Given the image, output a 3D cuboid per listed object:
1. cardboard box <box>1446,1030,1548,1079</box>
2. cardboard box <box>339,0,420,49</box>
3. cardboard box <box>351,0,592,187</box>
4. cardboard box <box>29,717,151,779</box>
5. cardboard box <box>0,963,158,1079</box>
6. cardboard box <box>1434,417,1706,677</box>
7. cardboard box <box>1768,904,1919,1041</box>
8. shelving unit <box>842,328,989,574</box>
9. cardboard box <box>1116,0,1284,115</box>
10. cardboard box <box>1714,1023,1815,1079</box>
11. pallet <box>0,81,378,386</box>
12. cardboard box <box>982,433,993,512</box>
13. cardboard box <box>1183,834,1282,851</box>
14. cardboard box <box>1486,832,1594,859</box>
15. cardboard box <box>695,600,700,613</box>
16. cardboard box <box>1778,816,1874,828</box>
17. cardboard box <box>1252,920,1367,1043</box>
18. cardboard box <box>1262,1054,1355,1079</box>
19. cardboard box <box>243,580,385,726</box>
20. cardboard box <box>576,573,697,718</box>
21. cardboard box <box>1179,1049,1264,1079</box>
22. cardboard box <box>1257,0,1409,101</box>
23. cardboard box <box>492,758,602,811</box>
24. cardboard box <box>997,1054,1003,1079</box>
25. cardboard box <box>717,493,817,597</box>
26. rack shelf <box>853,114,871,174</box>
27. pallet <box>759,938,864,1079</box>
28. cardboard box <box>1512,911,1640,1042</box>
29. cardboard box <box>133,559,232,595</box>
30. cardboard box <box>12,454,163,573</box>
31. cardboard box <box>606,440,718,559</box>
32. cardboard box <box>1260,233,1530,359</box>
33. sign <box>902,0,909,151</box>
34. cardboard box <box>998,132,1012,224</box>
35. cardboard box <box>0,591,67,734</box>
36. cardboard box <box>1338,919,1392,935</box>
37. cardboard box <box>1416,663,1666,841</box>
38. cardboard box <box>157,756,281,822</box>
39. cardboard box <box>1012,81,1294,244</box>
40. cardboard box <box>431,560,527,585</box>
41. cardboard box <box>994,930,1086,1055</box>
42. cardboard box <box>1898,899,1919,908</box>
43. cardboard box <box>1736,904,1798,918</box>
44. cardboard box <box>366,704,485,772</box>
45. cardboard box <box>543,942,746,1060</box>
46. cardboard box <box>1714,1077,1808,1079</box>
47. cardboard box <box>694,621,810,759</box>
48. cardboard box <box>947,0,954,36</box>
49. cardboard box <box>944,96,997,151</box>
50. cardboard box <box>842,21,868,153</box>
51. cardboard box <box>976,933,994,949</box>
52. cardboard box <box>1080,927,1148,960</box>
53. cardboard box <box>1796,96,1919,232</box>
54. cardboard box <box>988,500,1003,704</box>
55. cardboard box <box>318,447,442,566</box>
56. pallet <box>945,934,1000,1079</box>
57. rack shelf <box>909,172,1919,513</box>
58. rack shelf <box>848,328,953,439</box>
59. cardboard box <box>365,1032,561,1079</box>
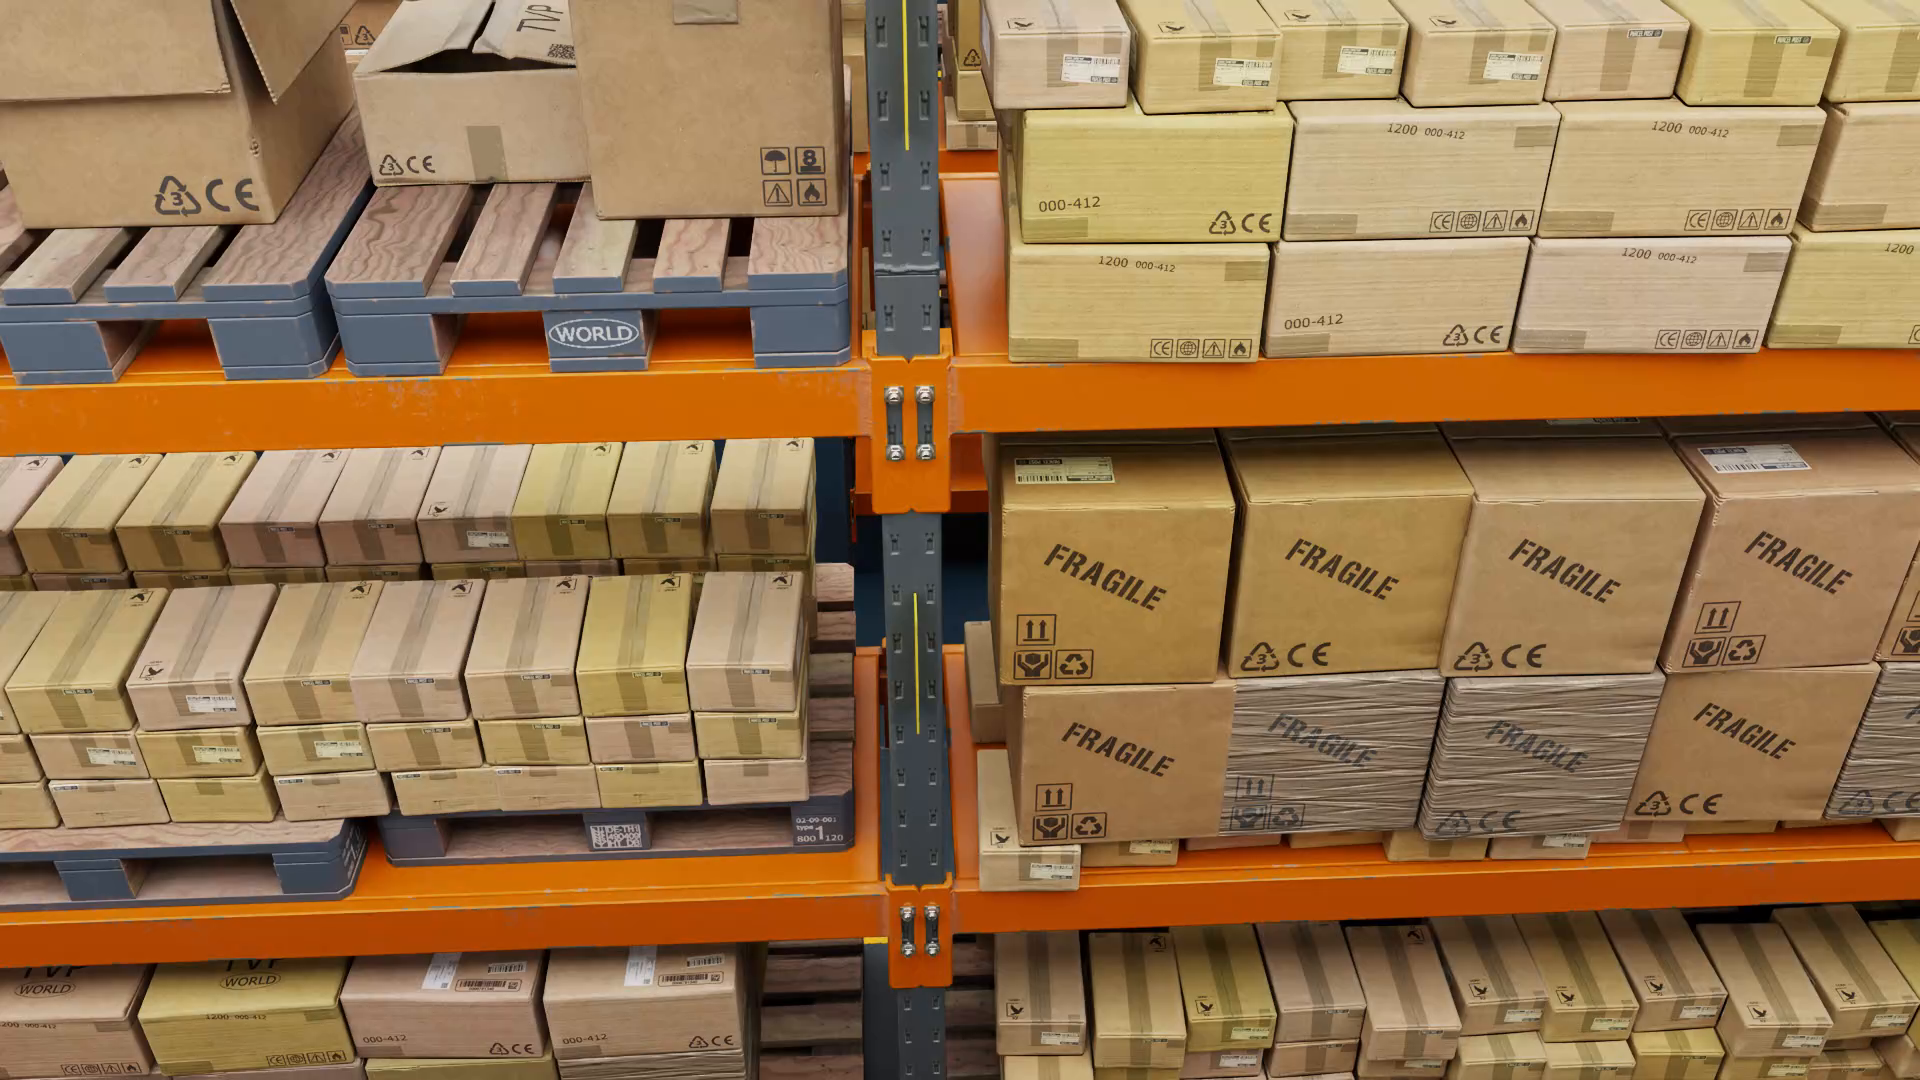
[{"bbox_3d":[1.542,1.432,4.920,0.250,0.149,0.380,-2,35,-3],"label":"cardboard box"},{"bbox_3d":[-2.873,-2.757,8.129,0.637,0.503,0.797,-1,35,-1],"label":"cardboard box"},{"bbox_3d":[-1.015,-1.028,3.672,0.500,0.311,0.500,-2,35,-3],"label":"cardboard box"},{"bbox_3d":[-2.074,0.410,4.113,0.250,0.149,0.380,0,35,0],"label":"cardboard box"},{"bbox_3d":[-2.420,1.191,4.561,0.500,0.250,0.500,-1,35,-2],"label":"cardboard box"},{"bbox_3d":[1.358,-0.029,3.929,0.500,0.500,0.500,-1,35,-1],"label":"cardboard box"},{"bbox_3d":[2.584,1.267,4.896,0.250,0.149,0.380,-3,35,-4],"label":"cardboard box"},{"bbox_3d":[0.007,-0.463,7.430,1.048,1.125,0.538,-2,35,-2],"label":"shelving unit"},{"bbox_3d":[0.449,-0.962,3.211,0.250,0.149,0.380,-3,35,-4],"label":"cardboard box"},{"bbox_3d":[2.320,1.420,4.937,0.250,0.149,0.380,-1,35,-2],"label":"cardboard box"},{"bbox_3d":[-1.784,-0.733,3.702,1.003,0.211,1.213,-2,35,-2],"label":"pallet"},{"bbox_3d":[0.330,-0.304,4.325,0.500,0.500,0.500,-3,35,-4],"label":"cardboard box"},{"bbox_3d":[0.691,0.633,4.420,0.250,0.149,0.380,-3,35,-4],"label":"cardboard box"},{"bbox_3d":[1.485,0.656,4.387,0.250,0.149,0.380,0,35,0],"label":"cardboard box"},{"bbox_3d":[-0.818,0.128,4.781,0.250,0.149,0.380,-1,35,-1],"label":"cardboard box"},{"bbox_3d":[2.266,0.587,4.487,0.250,0.149,0.380,-3,35,-4],"label":"cardboard box"},{"bbox_3d":[1.015,1.272,4.889,0.250,0.149,0.380,-2,35,-3],"label":"cardboard box"},{"bbox_3d":[1.015,1.531,5.038,0.250,0.149,0.380,-2,35,-3],"label":"cardboard box"},{"bbox_3d":[-1.552,0.271,4.052,0.250,0.149,0.380,-3,35,-4],"label":"cardboard box"},{"bbox_3d":[-0.786,0.253,4.078,0.250,0.149,0.380,-3,35,-4],"label":"cardboard box"},{"bbox_3d":[0.741,1.402,4.963,0.250,0.149,0.380,-2,35,-2],"label":"cardboard box"},{"bbox_3d":[0.697,-1.001,3.267,0.250,0.149,0.380,-2,35,-3],"label":"cardboard box"},{"bbox_3d":[-1.022,0.504,4.237,0.250,0.149,0.380,-2,35,-2],"label":"cardboard box"},{"bbox_3d":[0.253,1.610,4.924,0.250,0.149,0.380,-3,35,-4],"label":"cardboard box"},{"bbox_3d":[-0.542,-0.005,4.712,0.250,0.149,0.380,-1,35,-1],"label":"cardboard box"},{"bbox_3d":[-2.258,-2.035,8.687,4.000,0.370,1.077,-2,35,-2],"label":"rack shelf"},{"bbox_3d":[-0.904,1.606,5.244,1.213,0.211,1.003,-2,35,-2],"label":"pallet"},{"bbox_3d":[1.790,1.273,4.888,0.250,0.149,0.380,-1,35,-2],"label":"cardboard box"},{"bbox_3d":[-2.104,0.038,4.649,0.250,0.149,0.380,-2,35,-3],"label":"cardboard box"},{"bbox_3d":[-2.362,-0.076,4.553,0.250,0.149,0.380,0,35,0],"label":"cardboard box"},{"bbox_3d":[-0.820,-0.116,4.611,0.250,0.149,0.380,-1,35,-1],"label":"cardboard box"},{"bbox_3d":[0.849,-0.615,3.499,0.500,0.250,0.500,-2,35,-3],"label":"cardboard box"},{"bbox_3d":[-0.096,-0.855,2.914,0.005,0.325,0.100,-2,35,-2],"label":"sign"},{"bbox_3d":[0.351,-0.901,3.912,0.500,0.250,0.500,-1,35,-1],"label":"cardboard box"},{"bbox_3d":[-2.338,0.293,4.020,0.250,0.149,0.380,-1,35,-1],"label":"cardboard box"},{"bbox_3d":[1.219,1.125,5.363,0.250,0.149,0.380,-1,35,-1],"label":"cardboard box"},{"bbox_3d":[1.379,0.393,4.196,0.500,0.500,0.500,-2,35,-3],"label":"cardboard box"},{"bbox_3d":[-1.815,0.528,4.203,0.250,0.149,0.380,0,35,0],"label":"cardboard box"},{"bbox_3d":[0.366,-0.816,3.351,0.500,0.250,0.500,0,35,-1],"label":"cardboard box"},{"bbox_3d":[-1.318,0.018,4.679,0.250,0.149,0.380,-3,35,-4],"label":"cardboard box"},{"bbox_3d":[0.228,1.301,4.848,0.250,0.149,0.380,0,35,0],"label":"cardboard box"},{"bbox_3d":[3.060,0.981,5.309,0.250,0.149,0.380,-1,35,-1],"label":"cardboard box"},{"bbox_3d":[2.556,1.053,5.468,0.250,0.149,0.380,-1,35,-1],"label":"cardboard box"},{"bbox_3d":[-1.298,0.391,4.139,0.250,0.149,0.380,-3,35,-4],"label":"cardboard box"},{"bbox_3d":[-0.858,1.148,4.624,0.500,0.250,0.500,-2,35,-3],"label":"cardboard box"},{"bbox_3d":[2.335,1.541,5.023,0.250,0.149,0.380,-3,35,-4],"label":"cardboard box"},{"bbox_3d":[-0.514,0.369,4.172,0.250,0.149,0.380,-1,35,-1],"label":"cardboard box"},{"bbox_3d":[0.186,-2.918,8.542,0.500,0.500,0.500,-1,35,-1],"label":"cardboard box"},{"bbox_3d":[0.051,-2.100,8.370,0.250,0.149,0.380,-1,35,-2],"label":"cardboard box"},{"bbox_3d":[-0.714,-2.258,8.289,0.500,0.500,0.500,-1,35,-2],"label":"cardboard box"},{"bbox_3d":[0.173,1.126,5.363,0.250,0.149,0.380,-1,35,-1],"label":"cardboard box"},{"bbox_3d":[0.513,1.273,5.410,0.250,0.149,0.380,-1,35,-1],"label":"cardboard box"},{"bbox_3d":[1.894,-0.857,3.409,0.500,0.250,0.500,-3,35,-4],"label":"cardboard box"},{"bbox_3d":[0.343,0.100,4.620,0.500,0.500,0.500,-1,35,-2],"label":"cardboard box"},{"bbox_3d":[-1.581,-0.098,4.585,0.250,0.149,0.380,-2,35,-3],"label":"cardboard box"},{"bbox_3d":[0.543,1.546,5.331,1.213,0.211,1.003,-2,35,-2],"label":"pallet"},{"bbox_3d":[1.872,-0.554,3.911,4.000,0.370,1.077,-2,35,-2],"label":"rack shelf"},{"bbox_3d":[0.007,-0.703,7.264,1.000,0.278,0.538,-2,35,-2],"label":"rack shelf"},{"bbox_3d":[-1.366,1.469,4.818,0.500,0.500,0.500,-2,35,-3],"label":"cardboard box"}]
